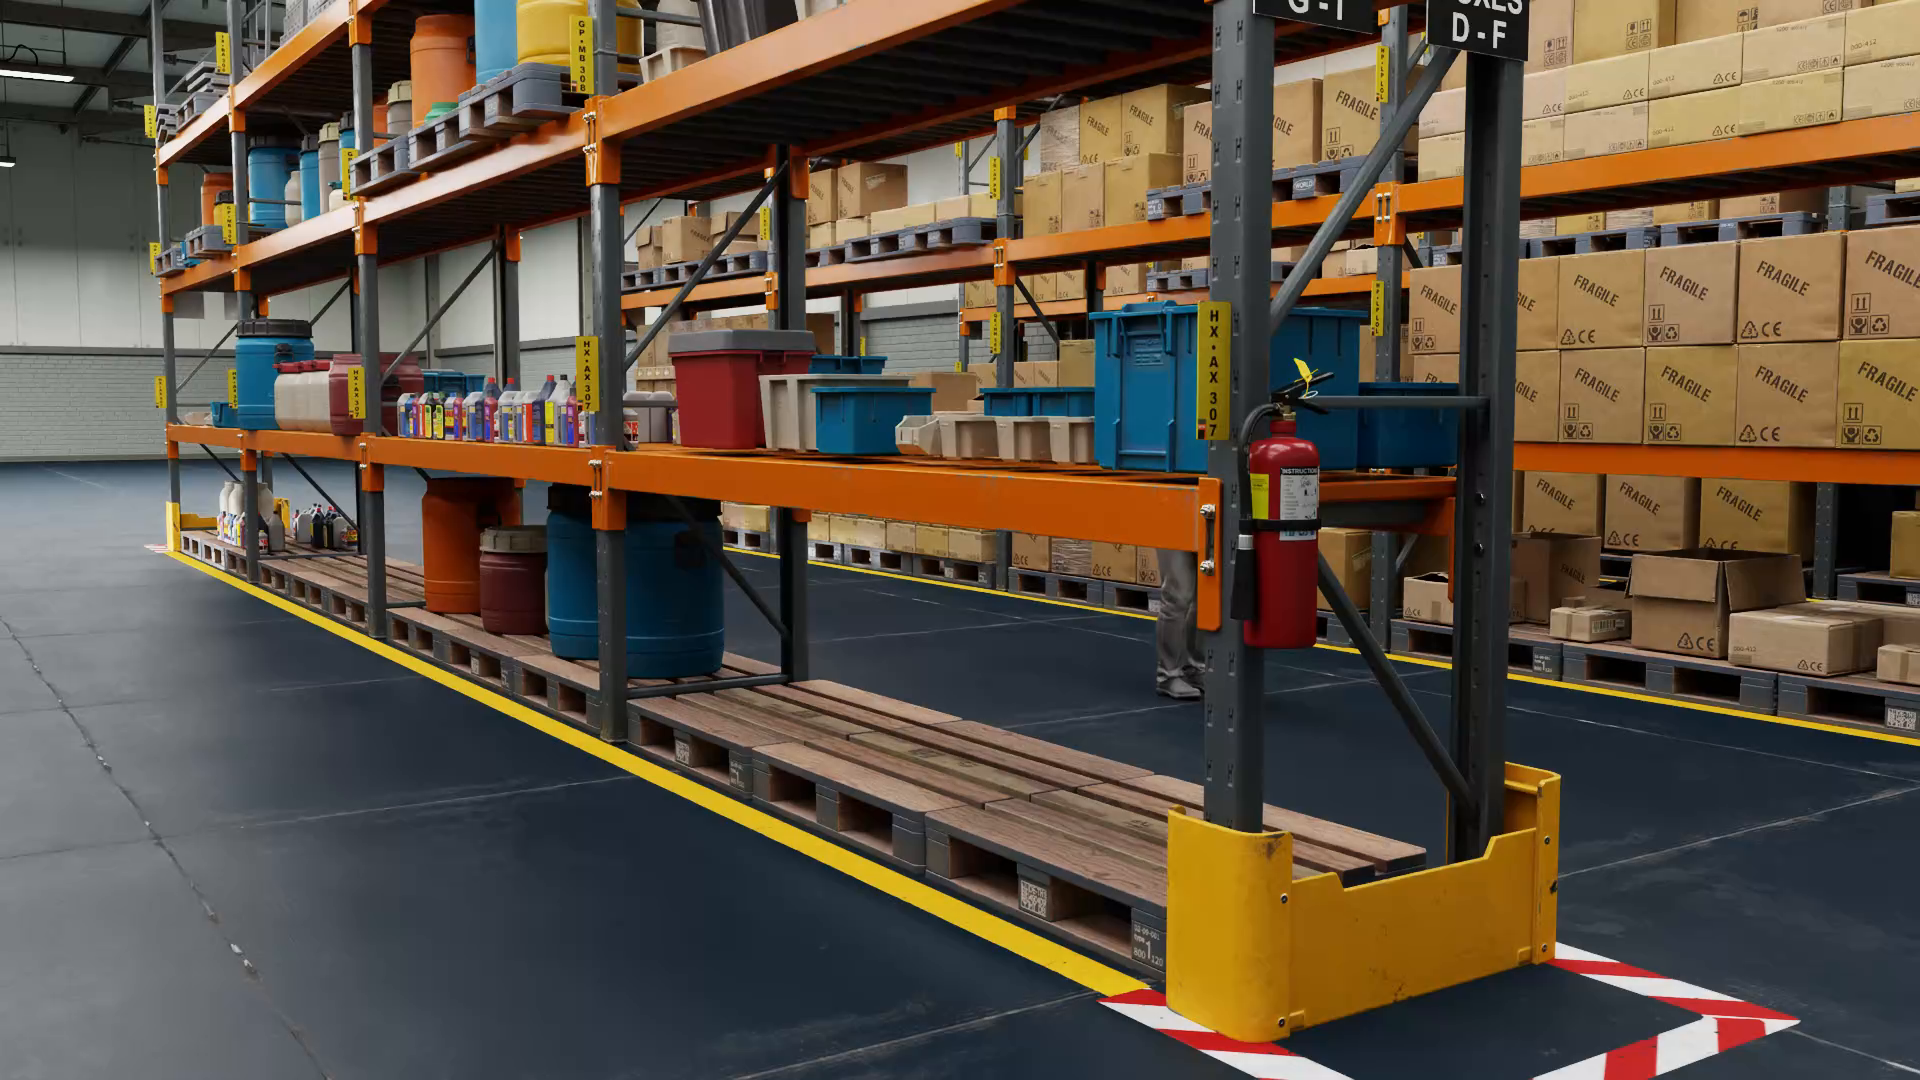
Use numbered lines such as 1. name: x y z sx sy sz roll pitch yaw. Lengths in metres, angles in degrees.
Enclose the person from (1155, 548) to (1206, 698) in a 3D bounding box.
1. person: 1.240 -0.071 8.600 0.503 1.760 0.587 -3 5 -33
